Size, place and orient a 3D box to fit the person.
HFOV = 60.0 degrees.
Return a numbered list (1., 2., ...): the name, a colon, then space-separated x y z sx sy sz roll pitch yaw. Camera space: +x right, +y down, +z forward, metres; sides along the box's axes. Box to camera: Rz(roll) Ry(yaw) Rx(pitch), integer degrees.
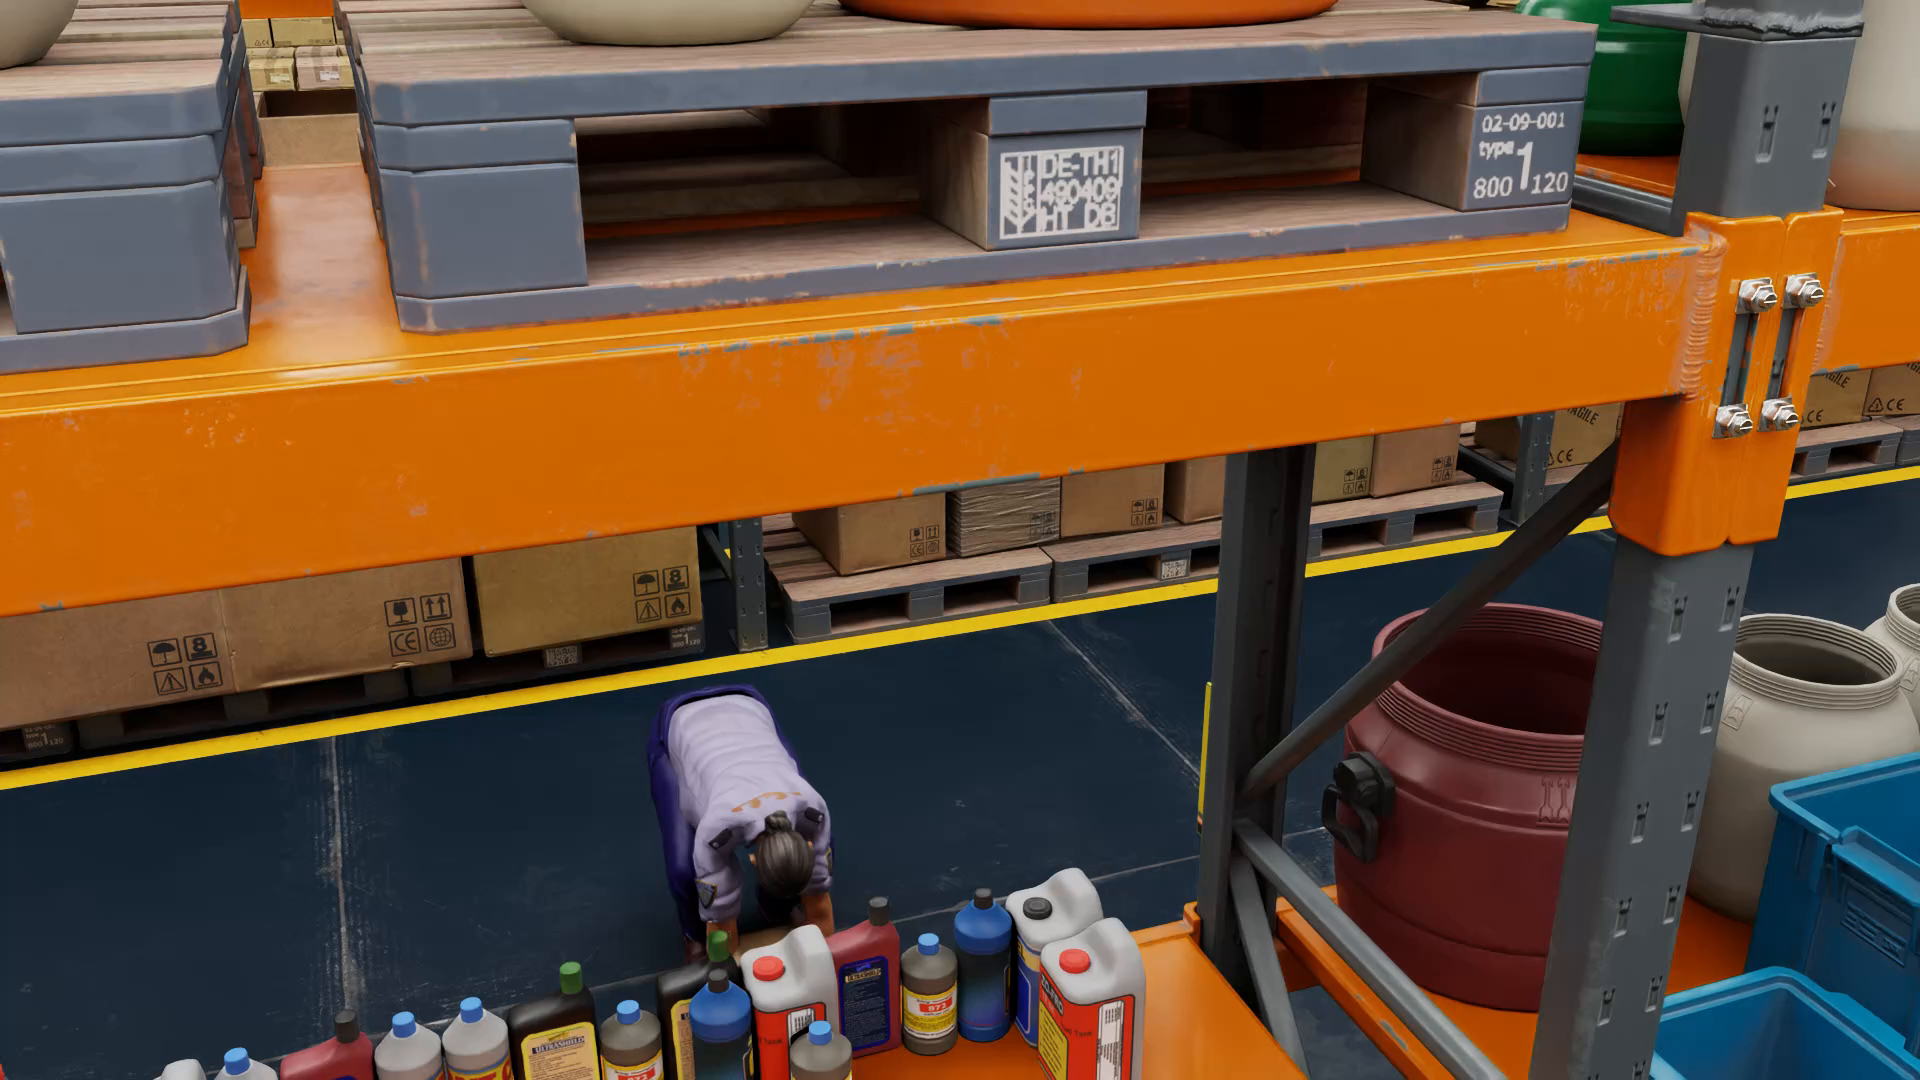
1. person: -0.625 0.934 4.950 0.514 0.830 0.900 -9 24 -21
